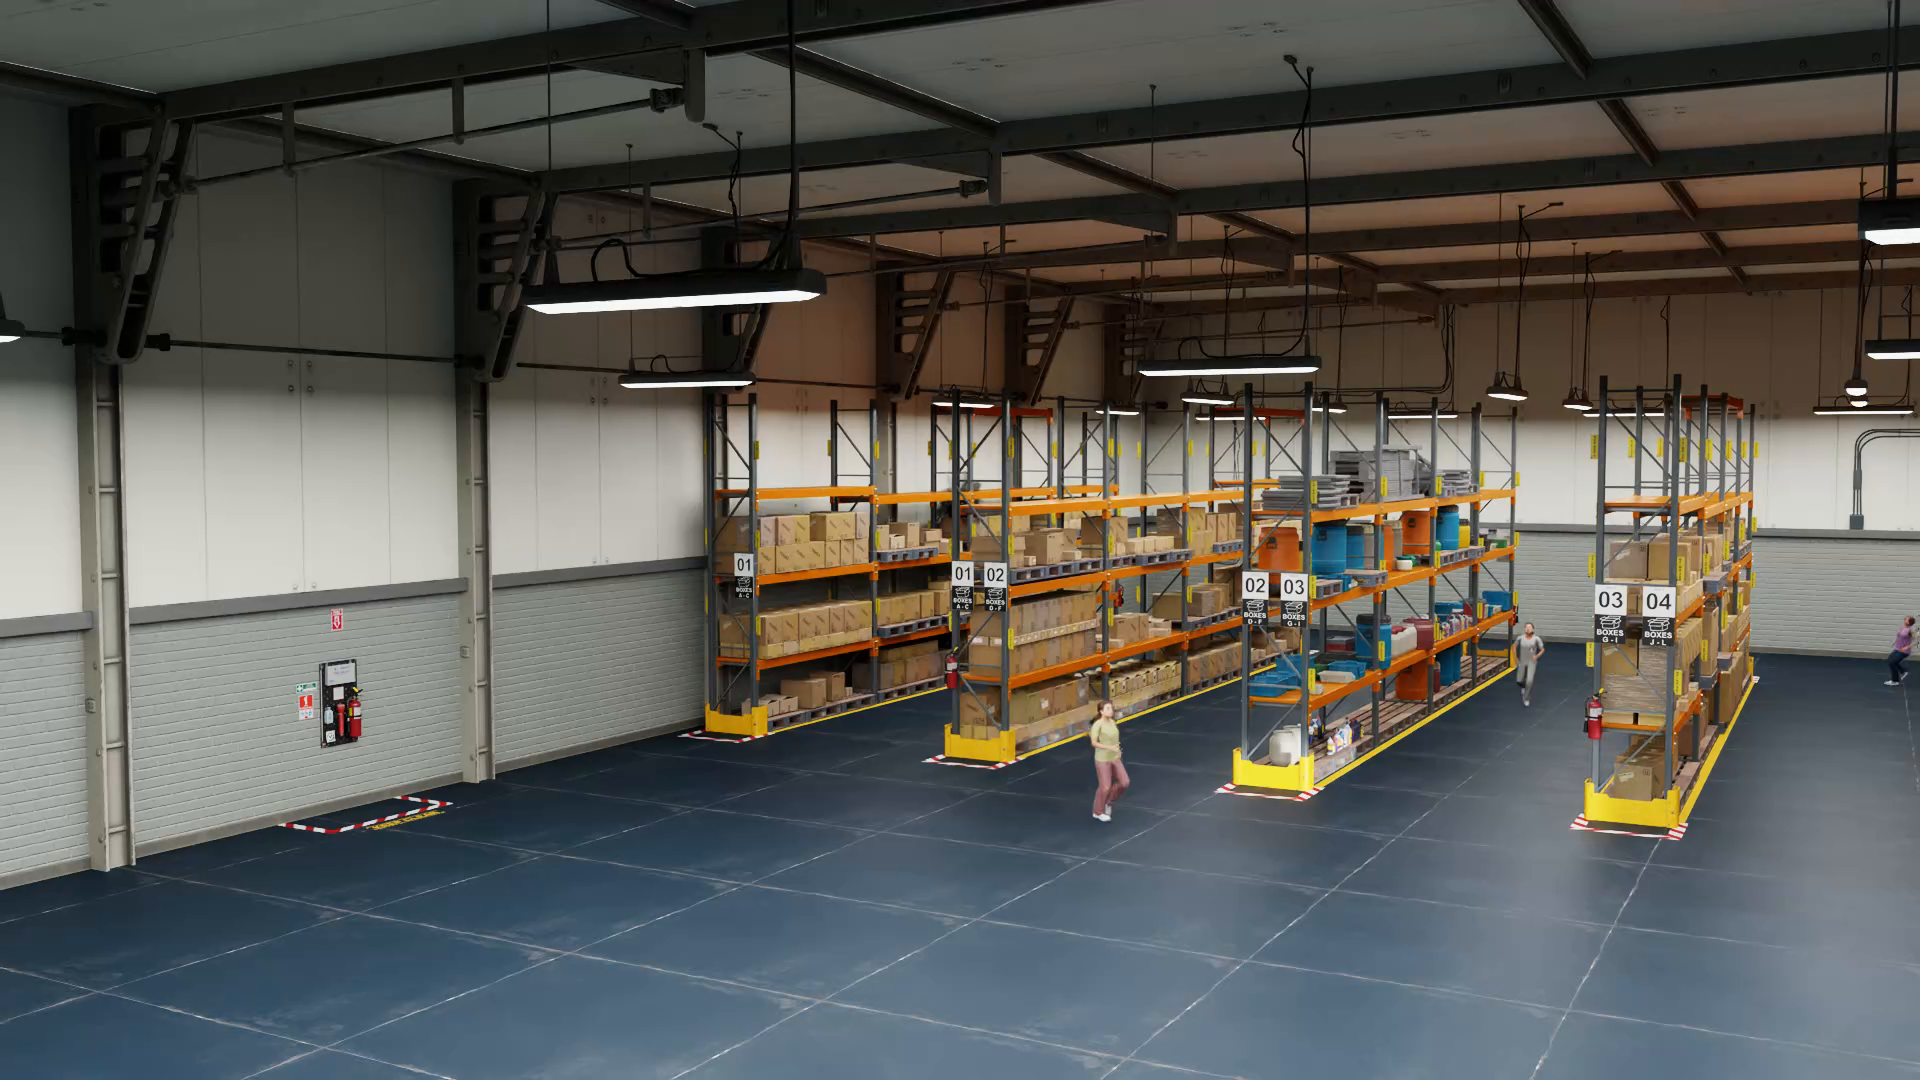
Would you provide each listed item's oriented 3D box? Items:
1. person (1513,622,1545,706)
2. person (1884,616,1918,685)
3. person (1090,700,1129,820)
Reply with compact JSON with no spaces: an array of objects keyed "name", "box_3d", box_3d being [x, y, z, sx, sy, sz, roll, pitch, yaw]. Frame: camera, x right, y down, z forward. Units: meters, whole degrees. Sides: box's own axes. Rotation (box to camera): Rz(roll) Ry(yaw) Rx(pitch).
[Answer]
[{"name":"person","box_3d":[11.192,2.398,32.749,0.601,1.563,0.569,2,4,28]},{"name":"person","box_3d":[19.925,2.342,35.177,0.482,1.509,0.601,0,3,4]},{"name":"person","box_3d":[2.005,2.968,22.372,0.564,1.633,0.566,-2,4,-39]}]
